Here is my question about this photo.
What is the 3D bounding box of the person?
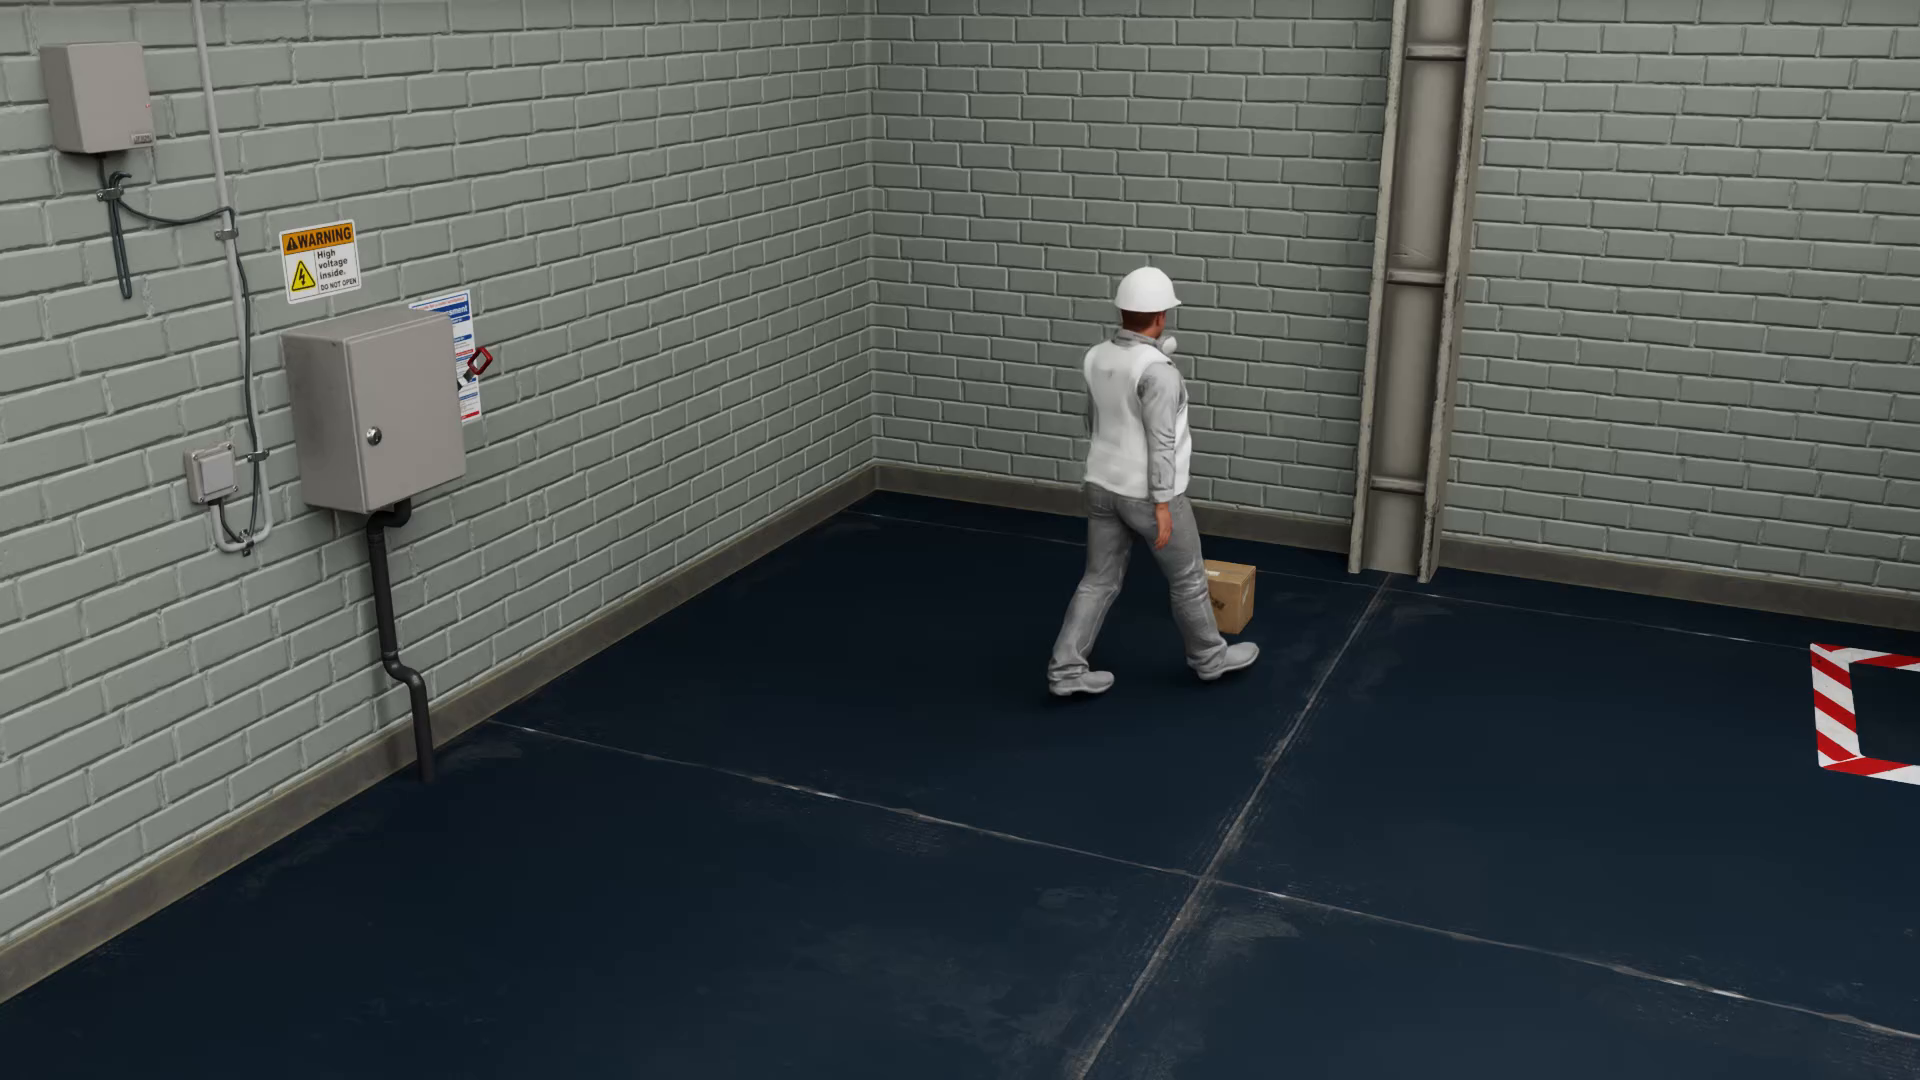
[{"bbox_3d":[0.761,-0.240,6.709,0.927,1.731,0.572,-15,24,-36],"label":"person"}]
